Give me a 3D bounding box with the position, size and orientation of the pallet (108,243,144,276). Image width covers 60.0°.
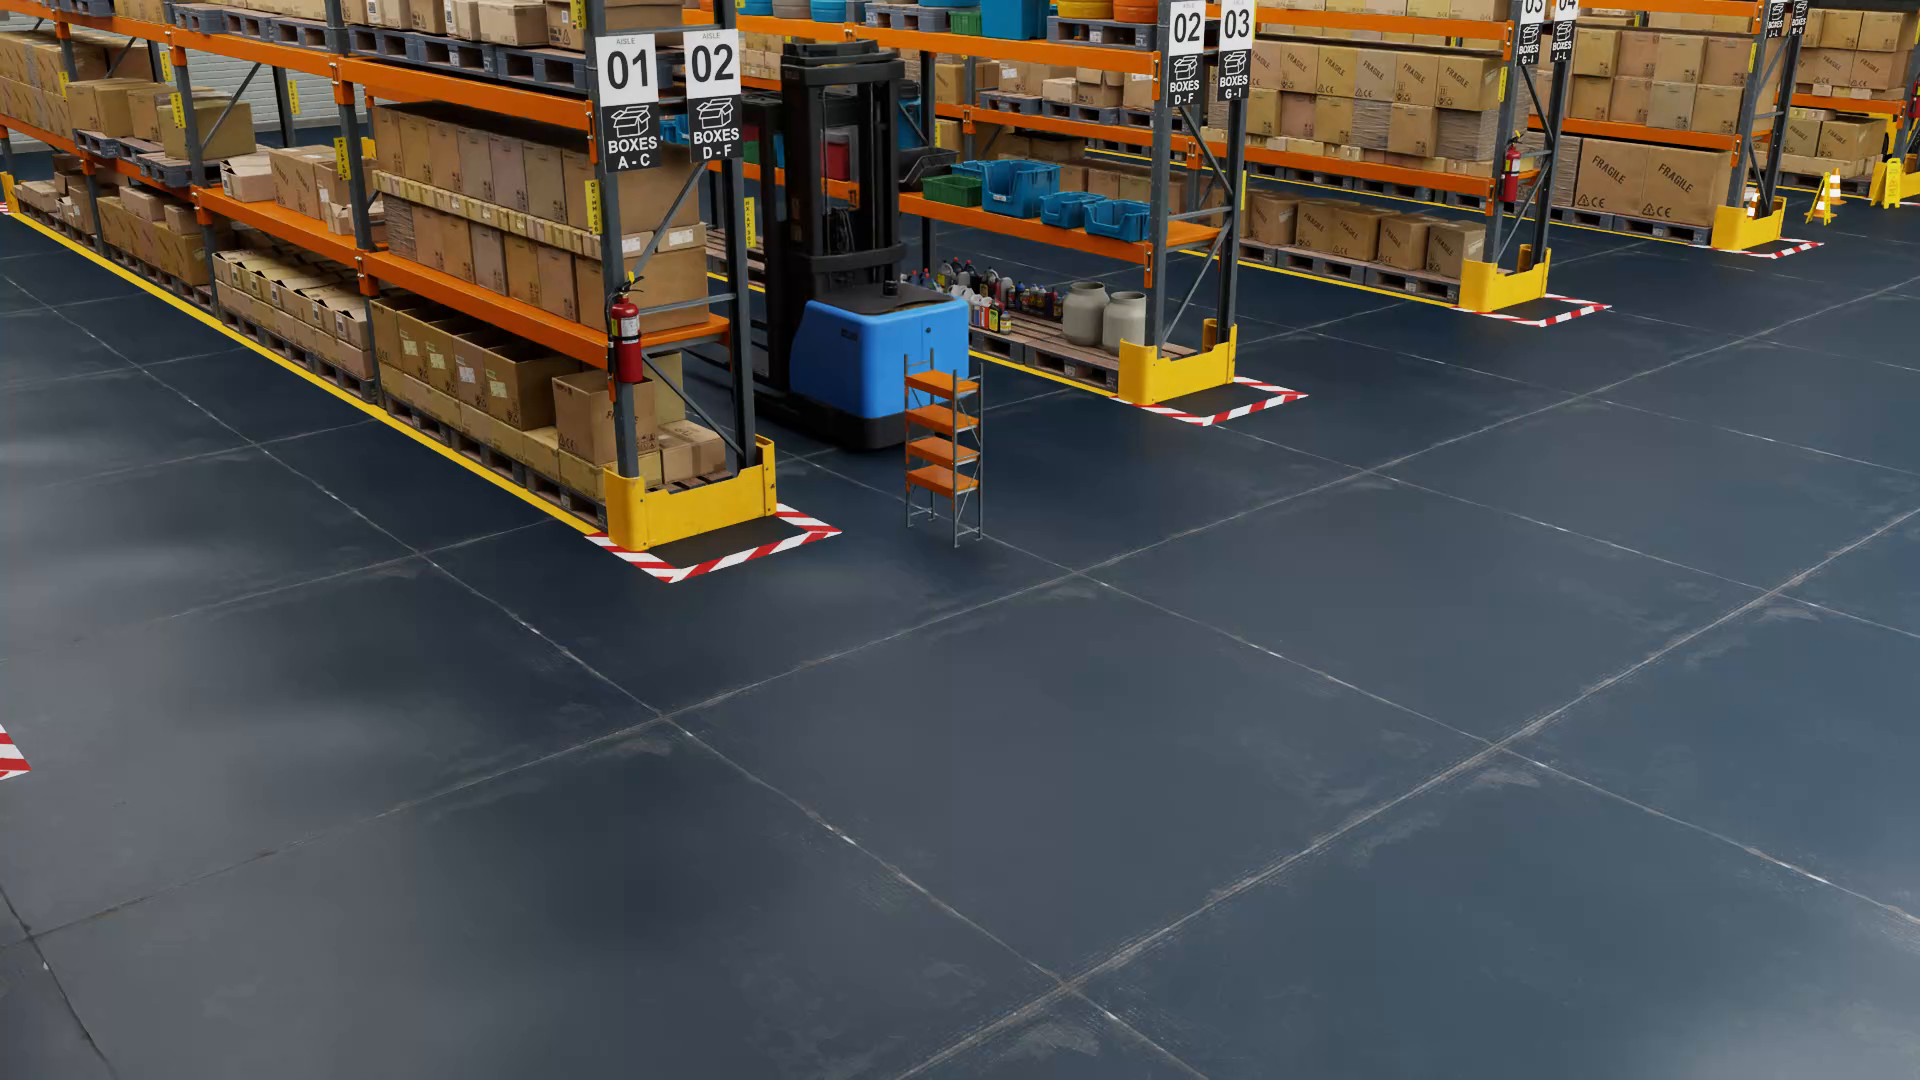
[{"bbox_3d":[-9.082,-3.305,19.133,1.003,0.211,1.213,-17,27,-37],"label":"pallet"}]

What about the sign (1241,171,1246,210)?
[{"bbox_3d":[2.366,-2.941,13.999,0.100,0.325,0.005,-17,27,-37],"label":"sign"}]

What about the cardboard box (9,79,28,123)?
[{"bbox_3d":[-11.496,-5.505,20.789,0.500,0.500,0.500,-18,27,-38],"label":"cardboard box"}]

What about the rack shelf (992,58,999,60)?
[{"bbox_3d":[0.384,-8.547,29.679,1.077,0.370,4.000,-17,27,-37],"label":"rack shelf"}]

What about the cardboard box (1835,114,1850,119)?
[{"bbox_3d":[12.529,-5.923,24.160,0.500,0.500,0.500,-19,28,-39],"label":"cardboard box"}]

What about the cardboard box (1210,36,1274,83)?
[{"bbox_3d":[3.189,-5.432,18.824,0.500,0.500,0.500,-17,27,-37],"label":"cardboard box"}]

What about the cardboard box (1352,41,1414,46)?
[{"bbox_3d":[4.567,-5.143,18.085,0.500,0.500,0.500,-17,27,-37],"label":"cardboard box"}]

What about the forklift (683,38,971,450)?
[{"bbox_3d":[-1.240,-2.513,13.382,1.130,2.935,3.031,-17,27,-36],"label":"forklift"}]

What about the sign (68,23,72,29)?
[{"bbox_3d":[-11.819,-6.737,22.051,0.100,0.325,0.005,-17,27,-37],"label":"sign"}]

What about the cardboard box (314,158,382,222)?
[{"bbox_3d":[-5.252,-3.017,14.437,0.500,0.500,0.500,-15,26,-34],"label":"cardboard box"}]

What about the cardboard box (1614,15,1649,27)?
[{"bbox_3d":[10.507,-7.904,25.930,0.500,0.500,0.500,-17,27,-36],"label":"cardboard box"}]

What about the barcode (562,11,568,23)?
[{"bbox_3d":[-2.371,-3.139,9.977,0.001,0.075,0.075,-17,27,-37],"label":"barcode"}]

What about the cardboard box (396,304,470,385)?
[{"bbox_3d":[-4.021,-1.534,12.955,0.500,0.500,0.500,-17,27,-37],"label":"cardboard box"}]

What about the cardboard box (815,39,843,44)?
[{"bbox_3d":[-1.711,-7.516,24.547,0.797,0.503,0.637,-18,28,-39],"label":"cardboard box"}]

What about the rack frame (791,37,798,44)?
[{"bbox_3d":[-2.134,-7.176,25.194,1.000,3.000,0.127,-17,27,-37],"label":"rack frame"}]

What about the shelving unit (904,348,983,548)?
[{"bbox_3d":[-0.108,-0.604,10.882,0.258,1.200,0.503,-17,27,-37],"label":"shelving unit"}]

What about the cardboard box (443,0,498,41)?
[{"bbox_3d":[-3.123,-3.529,11.122,0.500,0.311,0.500,-14,25,-31],"label":"cardboard box"}]

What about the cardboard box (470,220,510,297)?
[{"bbox_3d":[-3.116,-2.109,12.120,0.700,0.500,0.500,-16,27,-36],"label":"cardboard box"}]

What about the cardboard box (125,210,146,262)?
[{"bbox_3d":[-8.833,-3.384,18.335,0.500,0.500,0.500,-17,27,-37],"label":"cardboard box"}]

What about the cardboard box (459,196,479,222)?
[{"bbox_3d":[-3.377,-2.410,11.998,0.380,0.149,0.250,-18,28,-38],"label":"cardboard box"}]

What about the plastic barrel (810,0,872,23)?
[{"bbox_3d":[-1.161,-5.506,16.128,0.600,0.901,0.708,-17,27,-37],"label":"plastic barrel"}]

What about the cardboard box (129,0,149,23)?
[{"bbox_3d":[-7.673,-5.411,16.435,0.910,0.500,0.500,-17,27,-37],"label":"cardboard box"}]

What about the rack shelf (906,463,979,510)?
[{"bbox_3d":[-0.108,-0.357,10.979,0.258,0.148,0.480,-17,27,-37],"label":"rack shelf"}]

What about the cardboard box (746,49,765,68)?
[{"bbox_3d":[-2.961,-7.447,25.682,0.500,0.250,0.500,-16,27,-36],"label":"cardboard box"}]

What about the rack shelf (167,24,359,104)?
[{"bbox_3d":[-5.725,-4.223,14.527,1.077,0.370,4.000,-17,27,-37],"label":"rack shelf"}]

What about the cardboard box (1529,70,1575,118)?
[{"bbox_3d":[7.801,-5.766,21.387,0.875,0.550,0.550,-17,27,-37],"label":"cardboard box"}]

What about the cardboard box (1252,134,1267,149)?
[{"bbox_3d":[3.508,-4.517,18.747,0.380,0.149,0.250,-17,27,-37],"label":"cardboard box"}]

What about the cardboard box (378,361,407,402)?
[{"bbox_3d":[-4.346,-1.324,13.446,0.500,0.250,0.500,-17,27,-37],"label":"cardboard box"}]

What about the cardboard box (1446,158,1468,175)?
[{"bbox_3d":[5.194,-3.843,17.027,0.380,0.149,0.250,-17,27,-37],"label":"cardboard box"}]

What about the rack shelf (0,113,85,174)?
[{"bbox_3d":[-10.947,-5.037,20.717,1.077,0.370,4.000,-17,27,-37],"label":"rack shelf"}]

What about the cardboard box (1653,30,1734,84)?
[{"bbox_3d":[8.881,-5.828,20.065,0.875,0.550,0.550,-17,27,-37],"label":"cardboard box"}]

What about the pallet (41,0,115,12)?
[{"bbox_3d":[-9.269,-5.932,18.160,1.213,0.211,1.003,-17,27,-37],"label":"pallet"}]

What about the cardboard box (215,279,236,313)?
[{"bbox_3d":[-6.911,-2.415,16.231,0.500,0.250,0.500,-18,27,-38],"label":"cardboard box"}]

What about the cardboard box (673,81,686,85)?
[{"bbox_3d":[-4.267,-7.330,27.923,0.875,0.875,0.875,-17,27,-37],"label":"cardboard box"}]

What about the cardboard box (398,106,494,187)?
[{"bbox_3d":[-3.794,-2.999,12.612,0.700,0.500,0.500,-18,27,-38],"label":"cardboard box"}]

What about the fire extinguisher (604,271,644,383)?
[{"bbox_3d":[-2.083,-1.325,10.359,0.296,0.674,0.183,-17,27,-37],"label":"fire extinguisher"}]

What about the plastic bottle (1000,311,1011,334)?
[{"bbox_3d":[0.416,-1.987,15.178,0.097,0.201,0.097,0,21,0],"label":"plastic bottle"}]

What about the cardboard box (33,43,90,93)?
[{"bbox_3d":[-10.504,-5.550,19.534,0.500,0.500,0.500,-18,28,-38],"label":"cardboard box"}]

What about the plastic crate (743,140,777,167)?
[{"bbox_3d":[-2.015,-4.102,17.636,0.450,0.188,0.662,-17,27,-37],"label":"plastic crate"}]

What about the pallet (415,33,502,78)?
[{"bbox_3d":[-3.051,-3.398,11.555,1.003,0.211,1.213,-17,27,-37],"label":"pallet"}]

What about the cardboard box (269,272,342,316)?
[{"bbox_3d":[-5.894,-2.249,15.040,0.500,0.311,0.500,-18,28,-38],"label":"cardboard box"}]

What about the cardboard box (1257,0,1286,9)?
[{"bbox_3d":[3.537,-5.963,18.188,0.500,0.250,0.500,-18,28,-38],"label":"cardboard box"}]

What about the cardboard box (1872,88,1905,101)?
[{"bbox_3d":[12.800,-6.156,22.932,0.380,0.149,0.250,-16,27,-36],"label":"cardboard box"}]

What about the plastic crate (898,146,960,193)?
[{"bbox_3d":[-0.419,-3.583,16.105,0.767,0.338,0.504,-17,27,-37],"label":"plastic crate"}]

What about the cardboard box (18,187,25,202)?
[{"bbox_3d":[-12.076,-4.543,21.753,0.380,0.166,0.250,-17,27,-37],"label":"cardboard box"}]

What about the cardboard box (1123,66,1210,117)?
[{"bbox_3d":[2.676,-5.694,20.010,1.000,1.000,1.000,-17,27,-37],"label":"cardboard box"}]

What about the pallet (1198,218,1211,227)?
[{"bbox_3d":[2.579,-3.883,20.607,1.003,0.211,1.213,-17,27,-37],"label":"pallet"}]

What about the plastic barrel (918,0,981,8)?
[{"bbox_3d":[-0.096,-5.312,15.058,0.600,0.901,0.708,-17,27,-37],"label":"plastic barrel"}]

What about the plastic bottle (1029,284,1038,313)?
[{"bbox_3d":[0.710,-2.314,15.917,0.097,0.271,0.097,0,21,0],"label":"plastic bottle"}]

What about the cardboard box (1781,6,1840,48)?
[{"bbox_3d":[11.972,-7.218,23.384,0.700,0.500,0.500,-18,28,-38],"label":"cardboard box"}]

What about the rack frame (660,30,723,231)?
[{"bbox_3d":[-3.275,-4.892,19.362,1.000,3.000,0.127,-17,27,-37],"label":"rack frame"}]

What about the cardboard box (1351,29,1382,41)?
[{"bbox_3d":[5.916,-7.048,23.358,0.700,0.500,0.500,-17,27,-37],"label":"cardboard box"}]

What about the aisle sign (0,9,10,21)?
[{"bbox_3d":[-12.519,-7.084,21.392,0.394,0.787,0.004,-17,27,-37],"label":"aisle sign"}]

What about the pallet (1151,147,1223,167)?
[{"bbox_3d":[3.792,-6.142,26.376,1.003,0.211,1.213,-17,27,-37],"label":"pallet"}]
